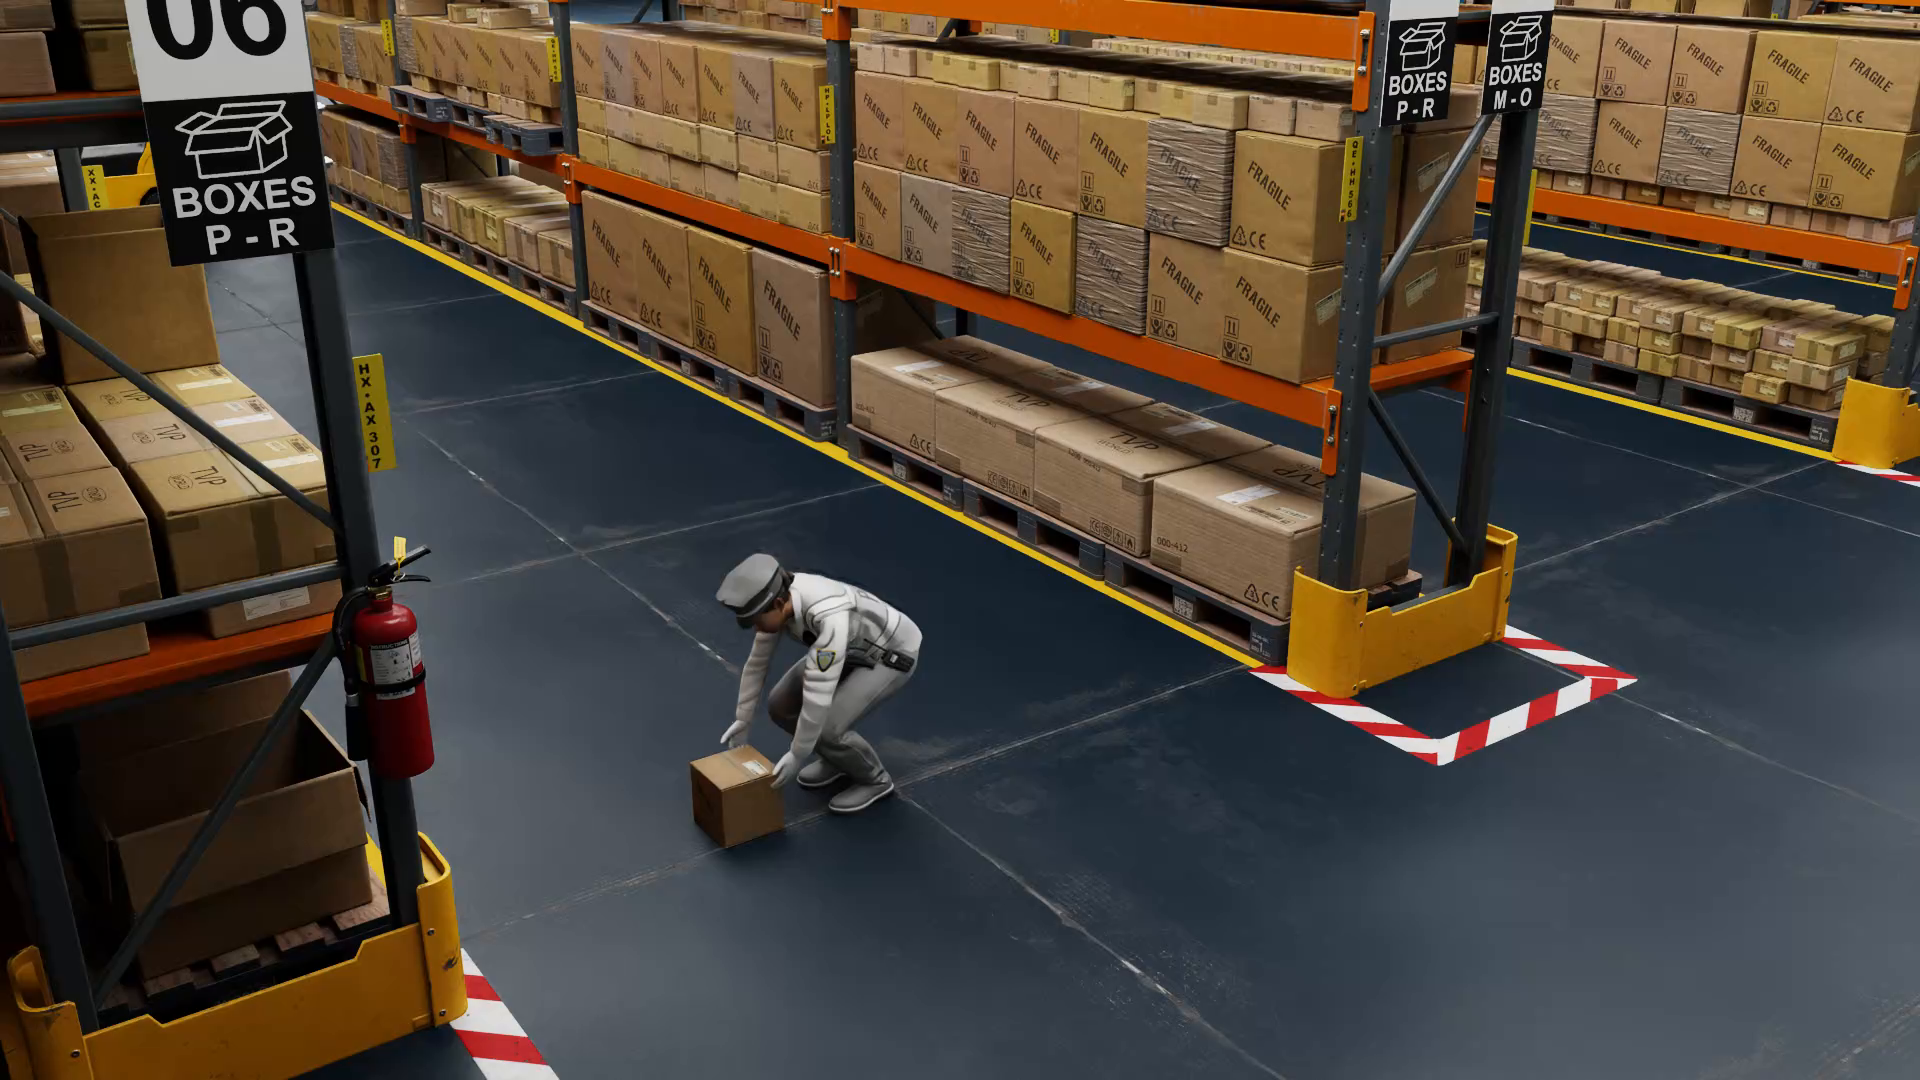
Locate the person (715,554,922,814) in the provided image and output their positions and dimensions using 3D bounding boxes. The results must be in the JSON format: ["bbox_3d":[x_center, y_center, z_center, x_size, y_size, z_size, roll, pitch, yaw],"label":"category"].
[{"bbox_3d":[-0.513,0.507,6.202,0.827,1.075,0.505,-15,26,-33],"label":"person"}]
